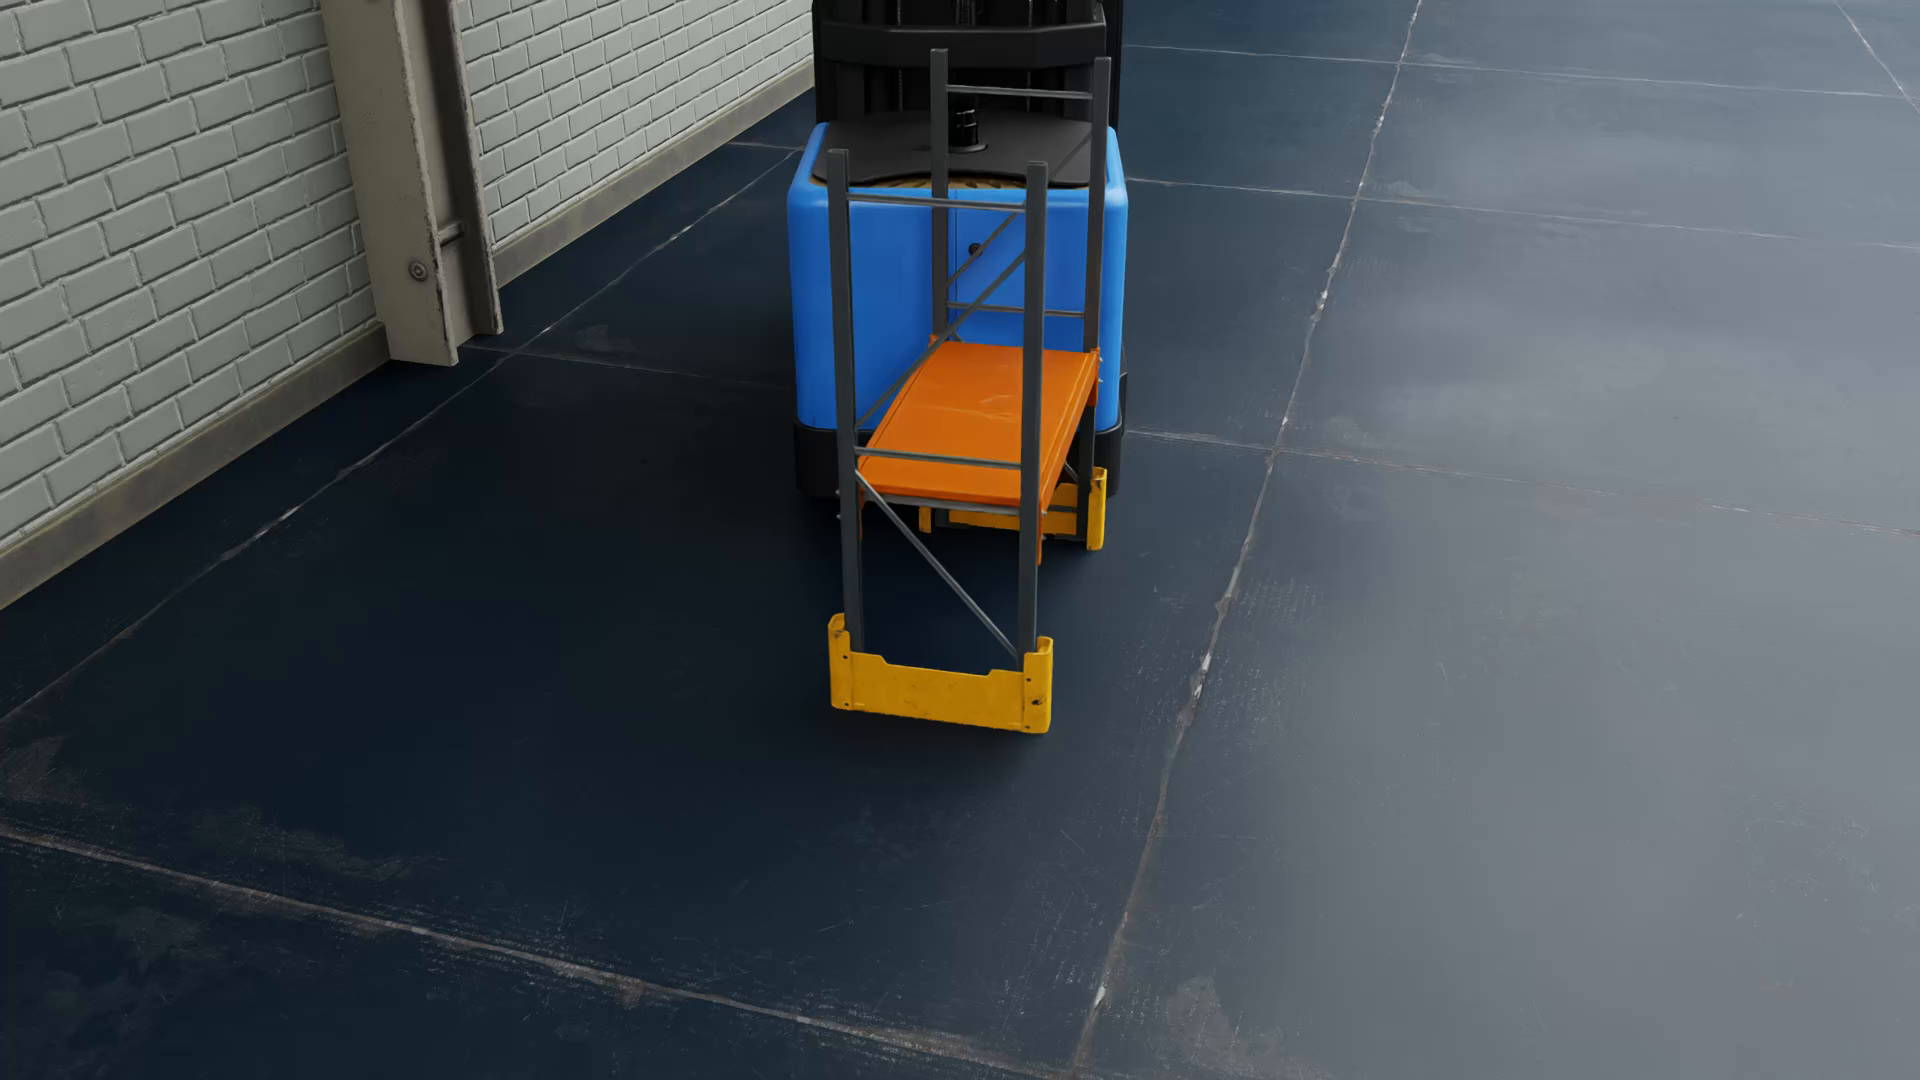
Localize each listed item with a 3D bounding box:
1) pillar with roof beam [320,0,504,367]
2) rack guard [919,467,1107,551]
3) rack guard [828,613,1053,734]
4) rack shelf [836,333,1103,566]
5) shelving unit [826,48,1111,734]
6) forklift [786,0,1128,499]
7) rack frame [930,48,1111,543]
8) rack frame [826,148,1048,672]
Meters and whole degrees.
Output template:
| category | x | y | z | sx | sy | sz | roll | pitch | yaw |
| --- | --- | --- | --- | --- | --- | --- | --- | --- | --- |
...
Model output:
| category | x | y | z | sx | sy | sz | roll | pitch | yaw |
| --- | --- | --- | --- | --- | --- | --- | --- | --- | --- |
| pillar with roof beam | 2.051 | -4.106 | 3.374 | 9.100 | 9.000 | 0.400 | 8 | 30 | 15 |
| rack guard | 0.161 | -0.123 | 5.214 | 0.587 | 0.250 | 0.087 | 6 | 30 | 11 |
| rack guard | -0.053 | 0.350 | 4.364 | 0.587 | 0.250 | 0.087 | 6 | 30 | 11 |
| rack shelf | 0.056 | -0.280 | 4.580 | 0.538 | 0.185 | 1.000 | 6 | 30 | 11 |
| shelving unit | 0.054 | -0.433 | 4.485 | 0.587 | 1.500 | 1.083 | 6 | 30 | 11 |
| forklift | 0.034 | -2.081 | 5.977 | 1.130 | 2.935 | 3.031 | 1 | 29 | 2 |
| rack frame | 0.165 | -0.678 | 4.927 | 0.500 | 1.500 | 0.032 | 6 | 30 | 11 |
| rack frame | -0.053 | -0.196 | 4.059 | 0.500 | 1.500 | 0.032 | 6 | 30 | 11 |
